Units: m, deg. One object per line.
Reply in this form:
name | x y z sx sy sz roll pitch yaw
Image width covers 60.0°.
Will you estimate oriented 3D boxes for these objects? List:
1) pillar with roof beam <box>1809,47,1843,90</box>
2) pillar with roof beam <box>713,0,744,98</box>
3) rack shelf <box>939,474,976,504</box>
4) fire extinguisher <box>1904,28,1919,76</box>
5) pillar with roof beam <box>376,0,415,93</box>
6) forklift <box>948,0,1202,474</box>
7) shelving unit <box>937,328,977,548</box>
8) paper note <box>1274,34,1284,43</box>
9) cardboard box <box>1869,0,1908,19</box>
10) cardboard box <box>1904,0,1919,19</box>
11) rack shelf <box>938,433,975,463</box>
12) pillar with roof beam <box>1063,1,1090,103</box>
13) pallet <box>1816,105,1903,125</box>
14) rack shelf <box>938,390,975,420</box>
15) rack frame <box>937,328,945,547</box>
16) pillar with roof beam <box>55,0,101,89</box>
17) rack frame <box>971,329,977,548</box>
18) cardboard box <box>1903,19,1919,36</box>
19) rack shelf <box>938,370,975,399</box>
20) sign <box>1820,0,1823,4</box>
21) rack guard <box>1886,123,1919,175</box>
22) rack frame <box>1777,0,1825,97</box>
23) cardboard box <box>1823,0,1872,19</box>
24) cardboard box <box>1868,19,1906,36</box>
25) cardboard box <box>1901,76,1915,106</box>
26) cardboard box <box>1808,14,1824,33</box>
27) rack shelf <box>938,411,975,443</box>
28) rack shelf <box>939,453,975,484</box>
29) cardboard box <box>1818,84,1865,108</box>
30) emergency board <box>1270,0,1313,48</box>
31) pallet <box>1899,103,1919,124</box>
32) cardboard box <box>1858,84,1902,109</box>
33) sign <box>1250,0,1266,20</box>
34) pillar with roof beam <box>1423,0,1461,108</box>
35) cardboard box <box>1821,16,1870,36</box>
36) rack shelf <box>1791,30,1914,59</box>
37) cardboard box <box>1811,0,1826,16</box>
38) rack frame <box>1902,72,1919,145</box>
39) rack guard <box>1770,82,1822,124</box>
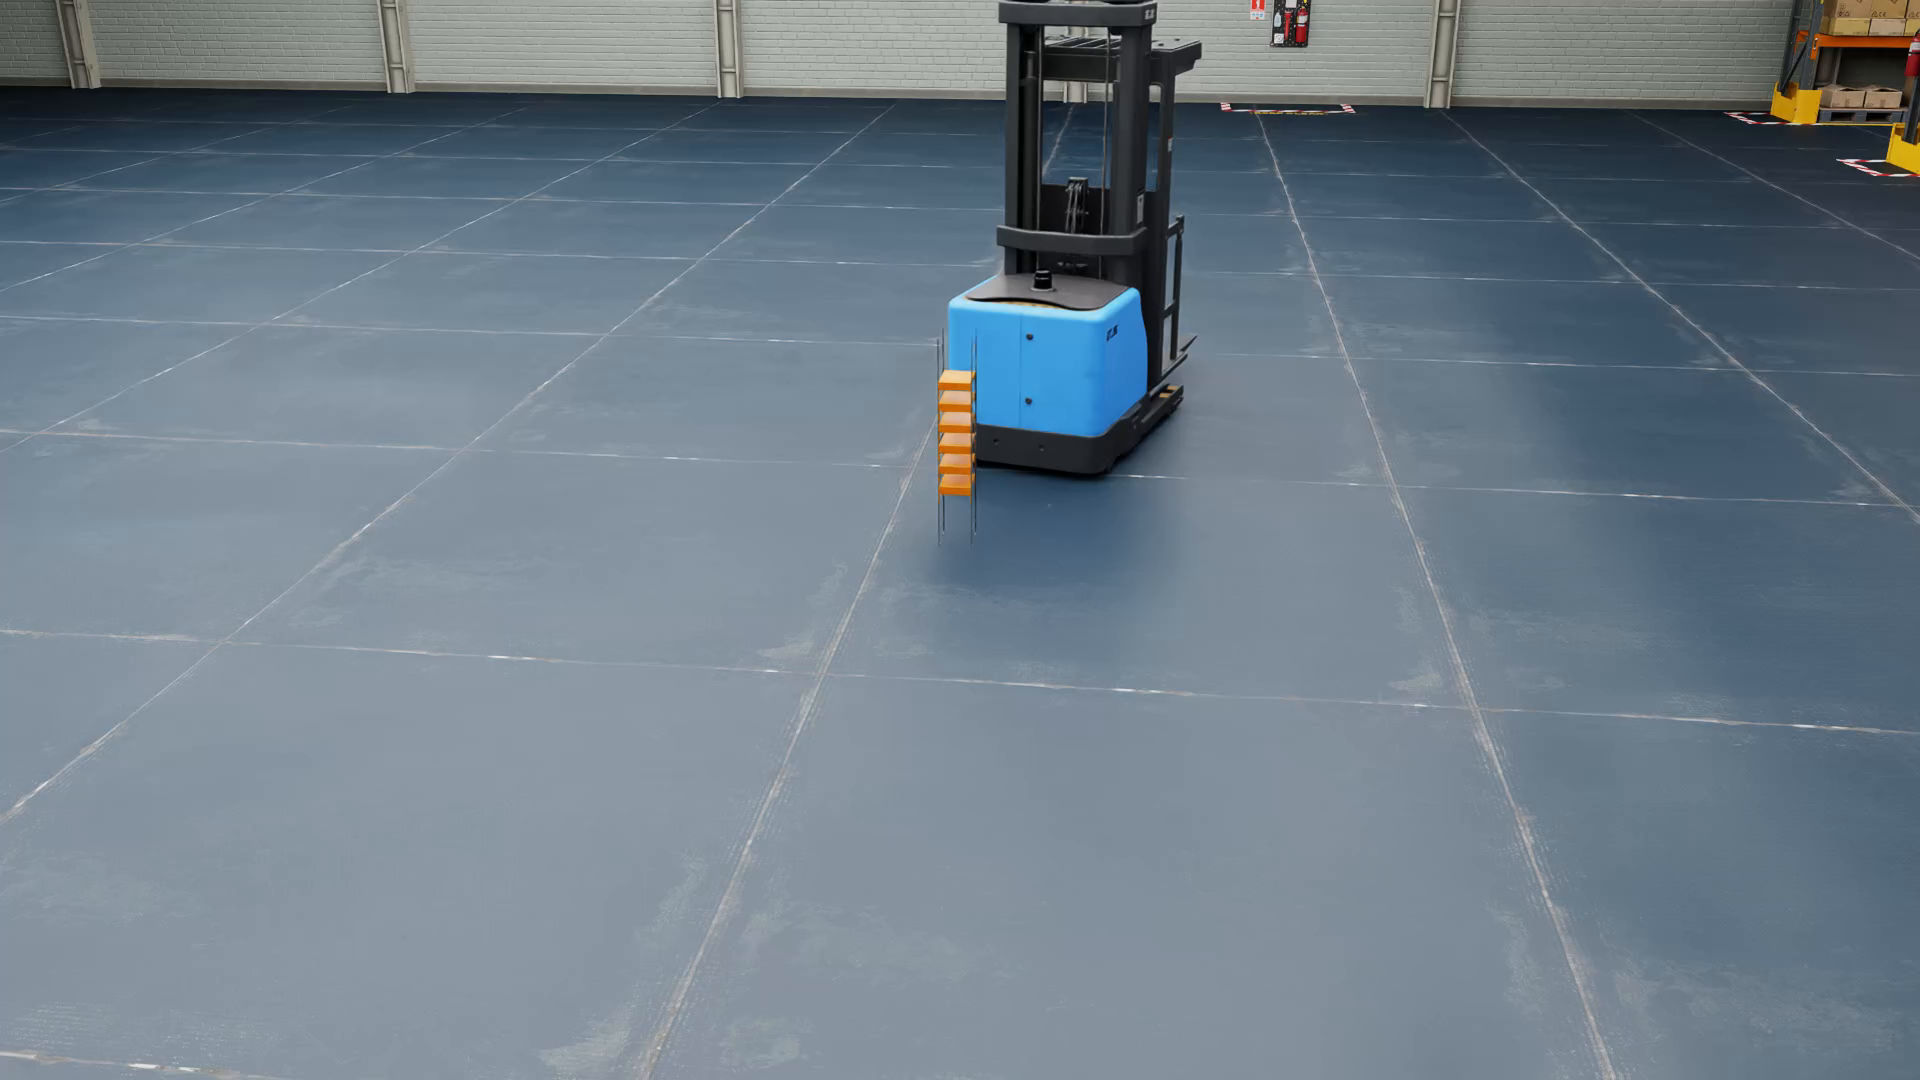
pillar with roof beam | 13.378 -9.562 21.387 0.400 9.000 9.100 2 22 6
pillar with roof beam | -4.497 -10.341 23.357 0.400 9.000 9.100 2 22 6
rack shelf | -0.014 -0.294 9.325 0.180 0.103 0.258 2 22 6
fire extinguisher | 12.446 -6.388 21.624 0.183 0.674 0.296 2 22 6
pillar with roof beam | -10.455 -10.601 24.014 0.400 9.000 9.100 2 22 6
forklift | 0.941 -2.279 11.219 1.130 2.935 3.031 9 23 21
shelving unit | -0.014 -0.559 9.221 0.189 1.200 0.258 2 22 6
paper note | 5.309 -8.348 27.673 0.142 0.148 0.016 2 22 6
cardboard box | 14.016 -8.191 25.236 0.500 0.500 0.500 3 22 6
cardboard box | 14.528 -8.167 25.174 0.500 0.500 0.500 2 22 5
rack shelf | -0.014 -0.517 9.237 0.180 0.103 0.258 2 22 6
pillar with roof beam | 1.461 -10.081 22.700 0.400 9.000 9.100 2 22 6
pallet | 13.966 -6.710 26.126 1.213 0.211 1.003 2 22 6
rack shelf | -0.014 -0.740 9.149 0.180 0.103 0.258 2 22 6
rack frame | -0.105 -0.563 9.231 0.006 1.200 0.240 2 22 6
pillar with roof beam | -16.413 -10.860 24.670 0.400 9.000 9.100 2 22 6
rack frame | 0.076 -0.555 9.211 0.006 1.200 0.240 2 22 6
cardboard box | 14.557 -7.820 25.316 0.500 0.250 0.500 2 22 5
rack shelf | -0.014 -0.852 9.105 0.180 0.103 0.258 2 22 6
sign | 13.024 -8.263 25.083 0.005 0.325 0.100 2 22 6
rack guard | 12.485 -5.088 21.630 0.348 0.500 1.175 2 22 6
rack frame | 13.088 -8.059 25.743 0.127 3.000 1.000 2 22 6
cardboard box | 13.526 -8.216 25.300 0.500 0.500 0.500 3 22 6
cardboard box | 14.052 -7.844 25.377 0.500 0.250 0.500 2 22 5
cardboard box | 15.053 -6.963 25.774 0.500 0.500 0.700 1 22 3
cardboard box | 13.575 -8.049 25.895 0.500 0.250 0.500 3 22 7
rack shelf | -0.014 -0.629 9.193 0.180 0.103 0.258 2 22 6
rack shelf | -0.014 -0.406 9.281 0.180 0.103 0.258 2 22 6
cardboard box | 13.764 -6.950 25.998 0.500 0.311 0.500 0 22 0
emergency board | 5.477 -8.725 27.428 0.643 1.169 0.194 2 22 6
pallet | 15.174 -6.657 25.990 1.213 0.211 1.003 2 22 6
cardboard box | 14.330 -6.925 25.936 0.500 0.311 0.500 4 22 11
sign | 4.940 -8.803 27.577 0.234 0.329 0.001 2 22 6
pillar with roof beam | 7.420 -9.822 22.044 0.400 9.000 9.100 2 22 6
cardboard box | 13.535 -7.861 25.421 0.500 0.250 0.500 2 22 5
rack shelf | 15.074 -7.637 25.657 4.000 0.370 1.077 2 22 6
cardboard box | 13.581 -8.404 25.774 0.500 0.500 0.500 2 22 6
rack frame | 12.508 -6.250 21.168 0.127 3.000 1.000 2 22 6
rack guard | 13.163 -6.893 26.195 0.348 0.500 1.175 2 22 6
